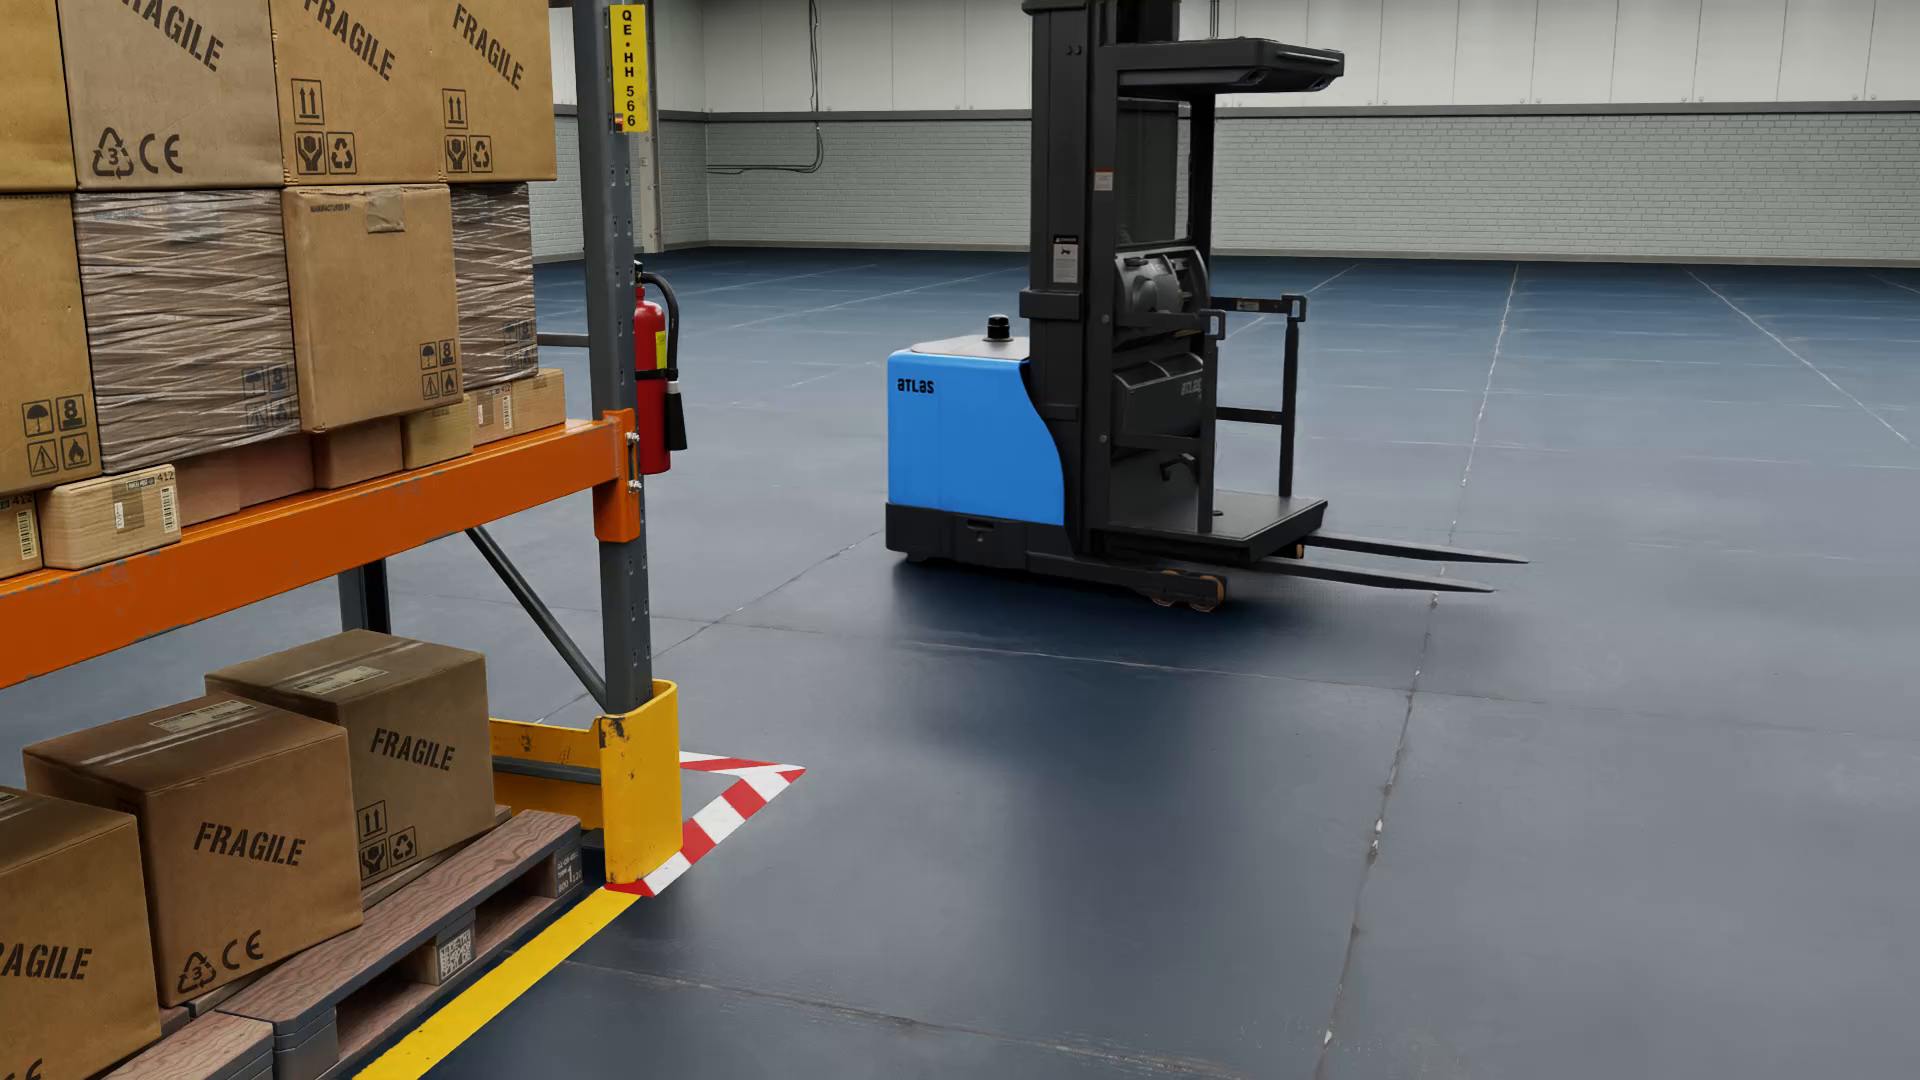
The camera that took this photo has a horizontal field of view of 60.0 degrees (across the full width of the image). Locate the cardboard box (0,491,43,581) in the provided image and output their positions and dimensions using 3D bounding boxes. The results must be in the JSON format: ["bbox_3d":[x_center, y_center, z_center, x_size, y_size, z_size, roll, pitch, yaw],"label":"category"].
[{"bbox_3d":[-1.825,-0.009,2.849,0.380,0.149,0.250,4,14,18],"label":"cardboard box"}]

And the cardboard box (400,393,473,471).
[{"bbox_3d":[-1.406,-0.271,3.997,0.380,0.149,0.250,4,14,18],"label":"cardboard box"}]

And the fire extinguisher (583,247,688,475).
[{"bbox_3d":[-0.923,-0.530,4.743,0.296,0.674,0.183,4,14,18],"label":"fire extinguisher"}]

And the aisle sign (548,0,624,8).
[{"bbox_3d":[-1.092,-1.836,4.448,0.394,0.787,0.004,4,14,18],"label":"aisle sign"}]

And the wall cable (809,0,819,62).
[{"bbox_3d":[-2.078,-12.085,37.343,3.097,2.526,0.112,4,14,18],"label":"wall cable"}]

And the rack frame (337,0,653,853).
[{"bbox_3d":[-1.396,-0.577,4.775,1.000,3.000,0.127,4,14,18],"label":"rack frame"}]

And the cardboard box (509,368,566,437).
[{"bbox_3d":[-1.293,-0.380,4.475,0.380,0.149,0.250,4,14,18],"label":"cardboard box"}]

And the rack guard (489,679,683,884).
[{"bbox_3d":[-1.420,0.658,4.983,1.175,0.500,0.348,4,14,18],"label":"rack guard"}]

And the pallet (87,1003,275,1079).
[{"bbox_3d":[-2.113,1.223,3.155,1.003,0.211,1.213,4,14,18],"label":"pallet"}]

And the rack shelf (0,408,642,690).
[{"bbox_3d":[-2.043,0.195,3.010,1.077,0.370,4.000,4,14,18],"label":"rack shelf"}]

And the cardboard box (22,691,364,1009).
[{"bbox_3d":[-1.775,0.696,3.873,0.500,0.500,0.500,9,15,33],"label":"cardboard box"}]

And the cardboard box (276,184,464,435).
[{"bbox_3d":[-1.648,-0.543,3.733,0.875,0.500,0.500,4,14,18],"label":"cardboard box"}]

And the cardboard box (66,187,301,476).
[{"bbox_3d":[-1.851,-0.441,3.285,0.875,0.500,0.500,4,14,18],"label":"cardboard box"}]

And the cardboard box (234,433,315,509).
[{"bbox_3d":[-1.622,-0.169,3.554,0.380,0.149,0.250,4,14,18],"label":"cardboard box"}]

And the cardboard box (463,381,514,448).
[{"bbox_3d":[-1.374,-0.327,4.244,0.380,0.149,0.250,4,14,18],"label":"cardboard box"}]

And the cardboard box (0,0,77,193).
[{"bbox_3d":[-1.830,-0.809,2.652,0.500,0.500,0.500,4,14,18],"label":"cardboard box"}]

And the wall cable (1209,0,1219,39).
[{"bbox_3d":[4.340,-12.303,35.025,2.305,6.003,0.169,4,14,18],"label":"wall cable"}]

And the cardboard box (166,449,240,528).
[{"bbox_3d":[-1.682,-0.115,3.316,0.380,0.149,0.250,4,14,18],"label":"cardboard box"}]

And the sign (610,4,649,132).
[{"bbox_3d":[-0.877,-1.251,4.417,0.100,0.325,0.005,4,14,18],"label":"sign"}]

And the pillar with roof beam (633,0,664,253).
[{"bbox_3d":[-2.769,-10.497,34.754,9.100,9.000,0.400,4,14,18],"label":"pillar with roof beam"}]

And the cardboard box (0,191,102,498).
[{"bbox_3d":[-2.023,-0.336,2.827,0.875,0.500,0.500,4,14,18],"label":"cardboard box"}]

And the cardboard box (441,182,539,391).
[{"bbox_3d":[-1.600,-0.657,4.232,0.875,0.500,0.500,4,14,18],"label":"cardboard box"}]

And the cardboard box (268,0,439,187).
[{"bbox_3d":[-1.496,-1.019,3.571,0.500,0.500,0.500,4,14,18],"label":"cardboard box"}]

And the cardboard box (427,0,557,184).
[{"bbox_3d":[-1.340,-1.125,4.034,0.500,0.500,0.500,4,14,18],"label":"cardboard box"}]

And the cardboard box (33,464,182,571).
[{"bbox_3d":[-1.679,-0.056,3.058,0.380,0.149,0.250,4,14,18],"label":"cardboard box"}]

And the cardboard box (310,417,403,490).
[{"bbox_3d":[-1.502,-0.219,3.772,0.380,0.149,0.250,4,14,18],"label":"cardboard box"}]

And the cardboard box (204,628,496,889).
[{"bbox_3d":[-1.614,0.567,4.435,0.500,0.500,0.500,7,15,29],"label":"cardboard box"}]

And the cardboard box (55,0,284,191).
[{"bbox_3d":[-1.660,-0.914,3.110,0.500,0.500,0.500,4,14,18],"label":"cardboard box"}]

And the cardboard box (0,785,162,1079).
[{"bbox_3d":[-1.995,0.826,3.302,0.500,0.500,0.500,6,14,24],"label":"cardboard box"}]

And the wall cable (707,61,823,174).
[{"bbox_3d":[-4.638,-9.818,38.758,3.097,2.526,0.112,4,14,18],"label":"wall cable"}]

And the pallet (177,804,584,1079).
[{"bbox_3d":[-1.717,0.967,4.277,1.003,0.211,1.213,4,14,18],"label":"pallet"}]

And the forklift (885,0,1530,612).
[{"bbox_3d":[1.143,-1.236,7.818,3.031,2.935,1.130,8,15,31],"label":"forklift"}]
